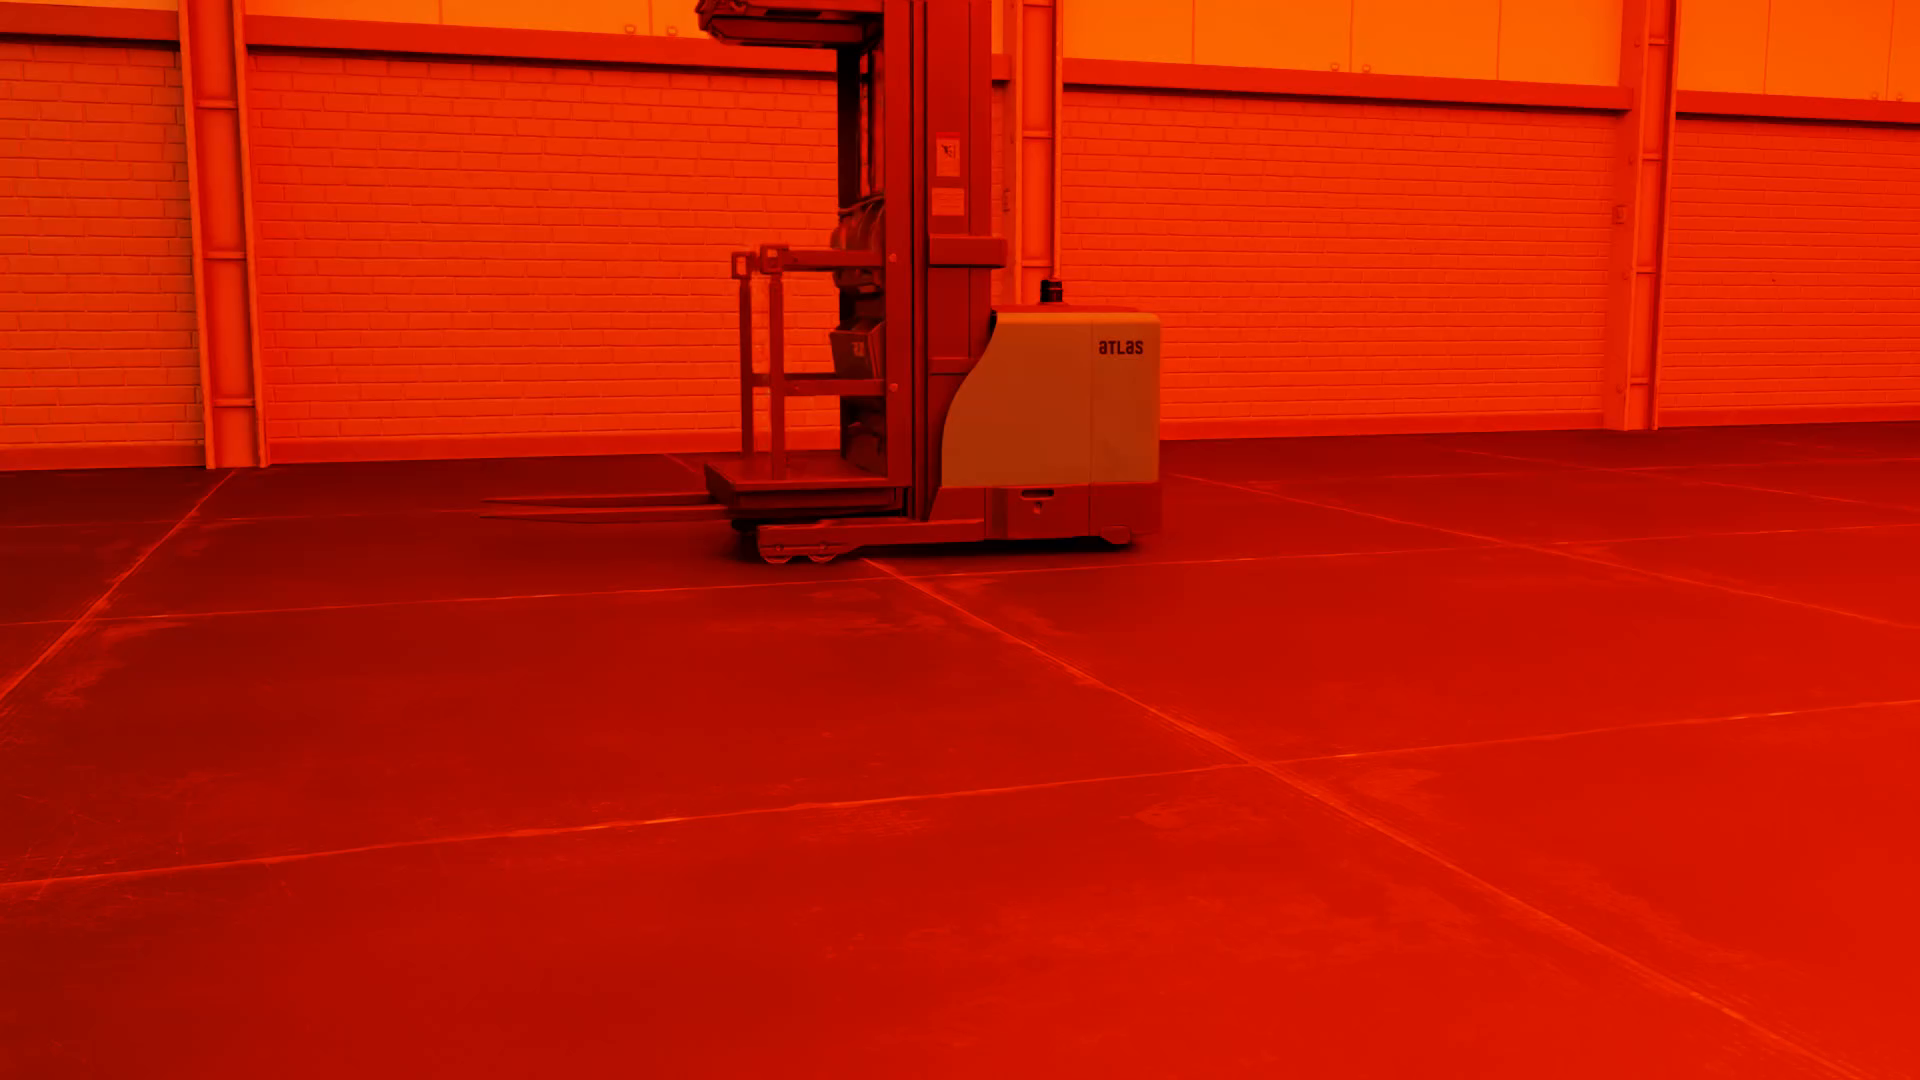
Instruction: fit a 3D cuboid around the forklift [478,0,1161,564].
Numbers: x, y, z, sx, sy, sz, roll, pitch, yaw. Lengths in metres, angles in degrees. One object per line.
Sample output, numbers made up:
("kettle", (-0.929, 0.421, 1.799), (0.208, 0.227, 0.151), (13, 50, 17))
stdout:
("forklift", (-0.650, -1.426, 7.532), (3.031, 2.935, 1.130), (-2, 8, -15))
